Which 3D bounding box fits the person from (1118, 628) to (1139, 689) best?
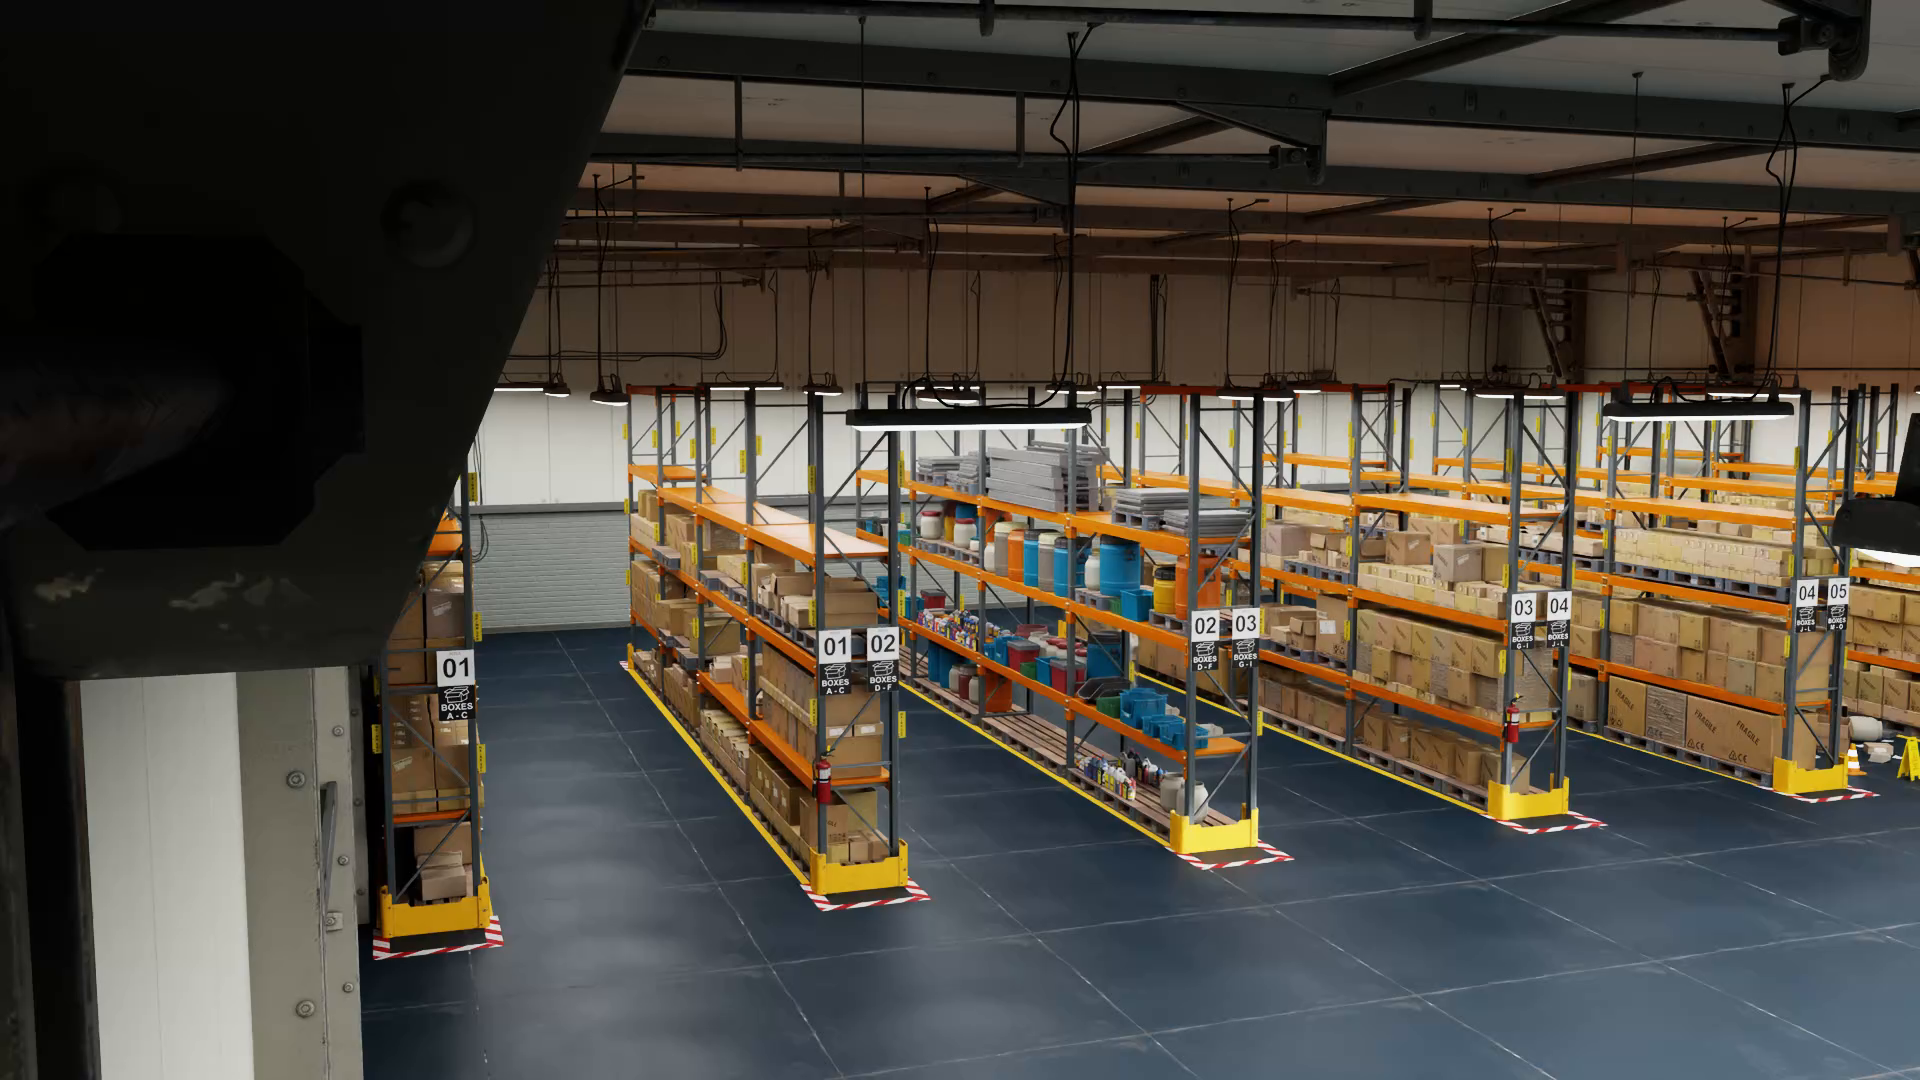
[{"bbox_3d":[3.193,2.068,31.771,0.489,1.850,0.577,3,7,26],"label":"person"}]
